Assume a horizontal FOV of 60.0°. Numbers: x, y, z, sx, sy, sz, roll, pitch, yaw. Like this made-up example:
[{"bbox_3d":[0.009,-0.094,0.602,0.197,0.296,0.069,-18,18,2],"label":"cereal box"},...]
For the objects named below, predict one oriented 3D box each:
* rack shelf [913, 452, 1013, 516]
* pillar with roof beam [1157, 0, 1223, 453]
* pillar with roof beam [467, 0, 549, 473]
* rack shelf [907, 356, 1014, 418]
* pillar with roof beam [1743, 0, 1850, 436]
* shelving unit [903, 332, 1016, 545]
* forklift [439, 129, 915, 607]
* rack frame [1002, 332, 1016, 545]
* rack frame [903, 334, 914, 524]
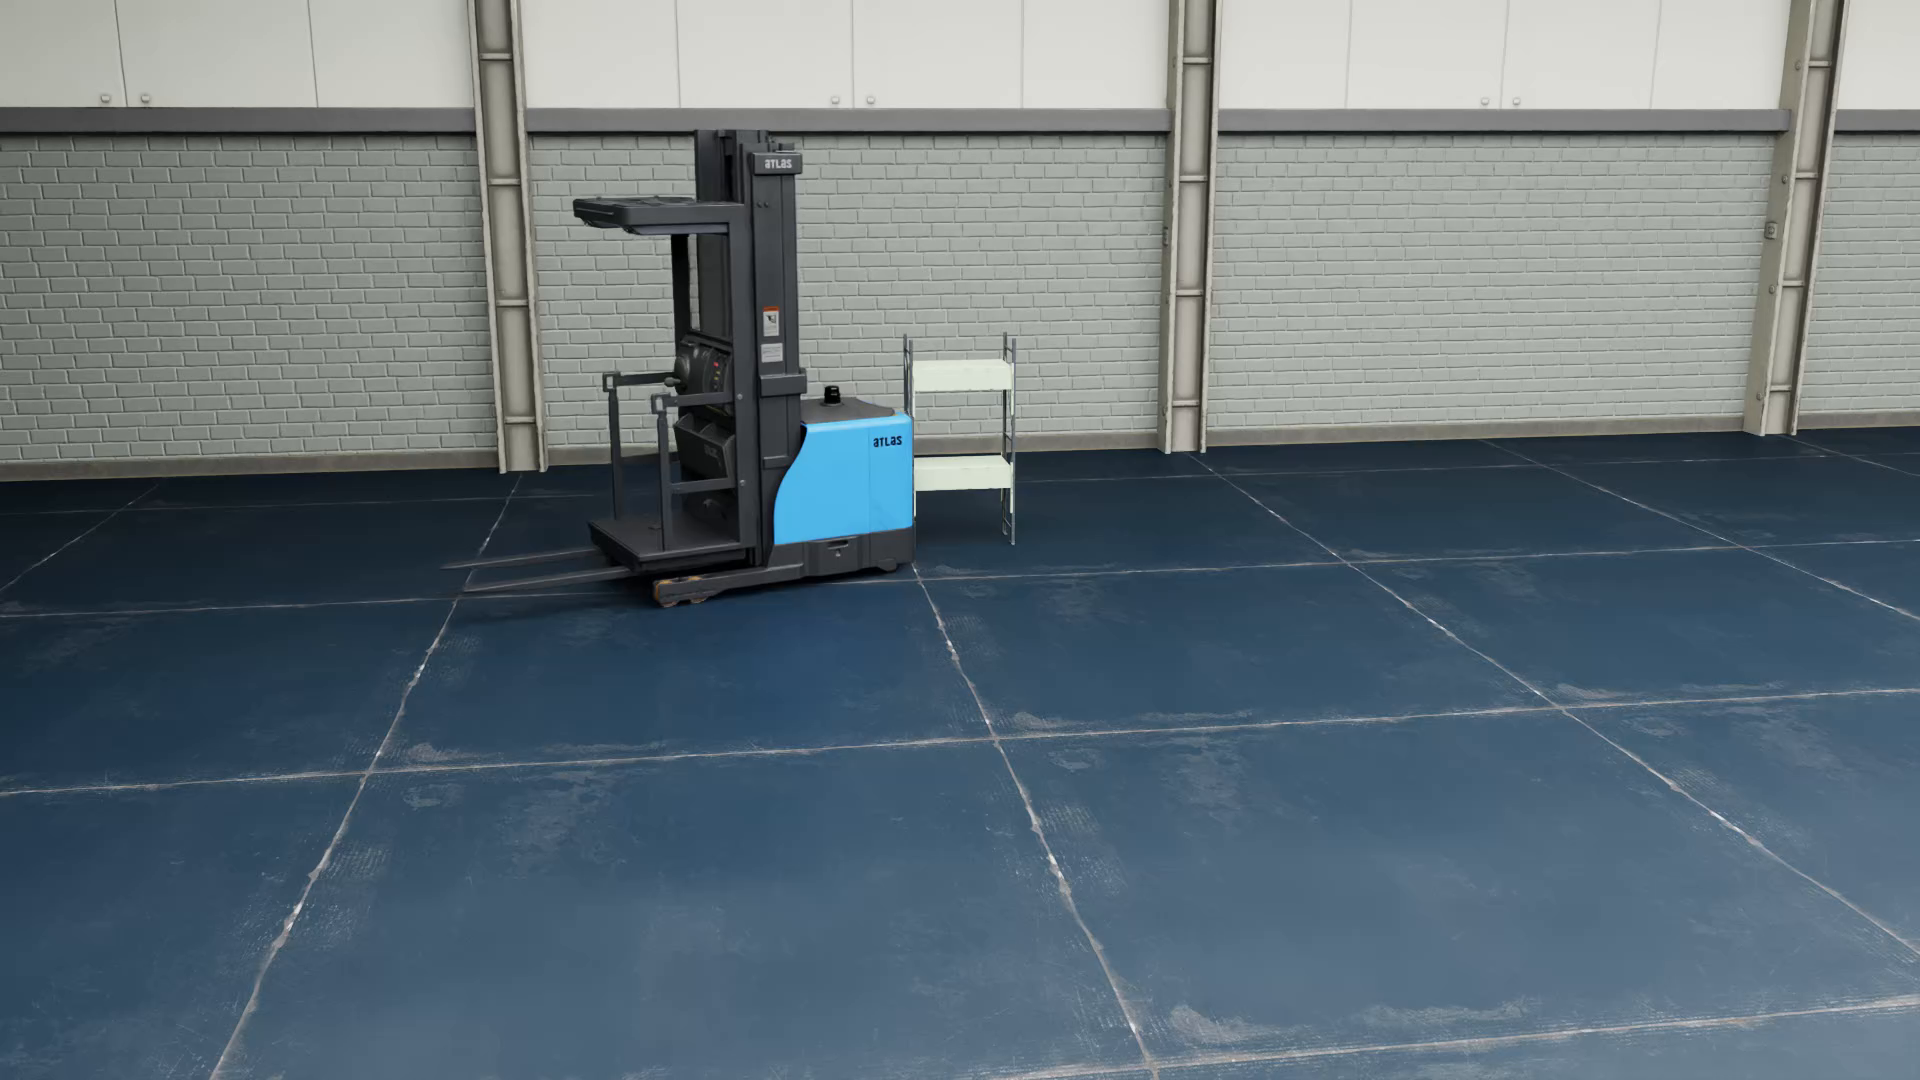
[{"bbox_3d":[-0.007,-0.411,12.118,0.720,0.370,0.431,-2,14,-8],"label":"rack shelf"},{"bbox_3d":[2.715,-4.176,10.374,0.400,9.000,9.100,-2,14,-8],"label":"pillar with roof beam"},{"bbox_3d":[-3.218,-3.959,9.507,0.400,9.000,9.100,-2,14,-8],"label":"pillar with roof beam"},{"bbox_3d":[-0.007,-1.106,11.943,0.720,0.370,0.431,-2,14,-8],"label":"rack shelf"},{"bbox_3d":[8.648,-4.393,11.241,0.400,9.000,9.100,-2,14,-8],"label":"pillar with roof beam"},{"bbox_3d":[-0.007,-0.727,12.038,0.755,1.500,0.431,-2,14,-8],"label":"shelving unit"},{"bbox_3d":[-1.850,-1.144,10.759,3.031,2.935,1.130,-8,16,-28],"label":"forklift"},{"bbox_3d":[0.355,-0.740,12.091,0.023,1.500,0.400,-2,14,-8],"label":"rack frame"},{"bbox_3d":[-0.369,-0.714,11.986,0.023,1.500,0.400,-2,14,-8],"label":"rack frame"}]
